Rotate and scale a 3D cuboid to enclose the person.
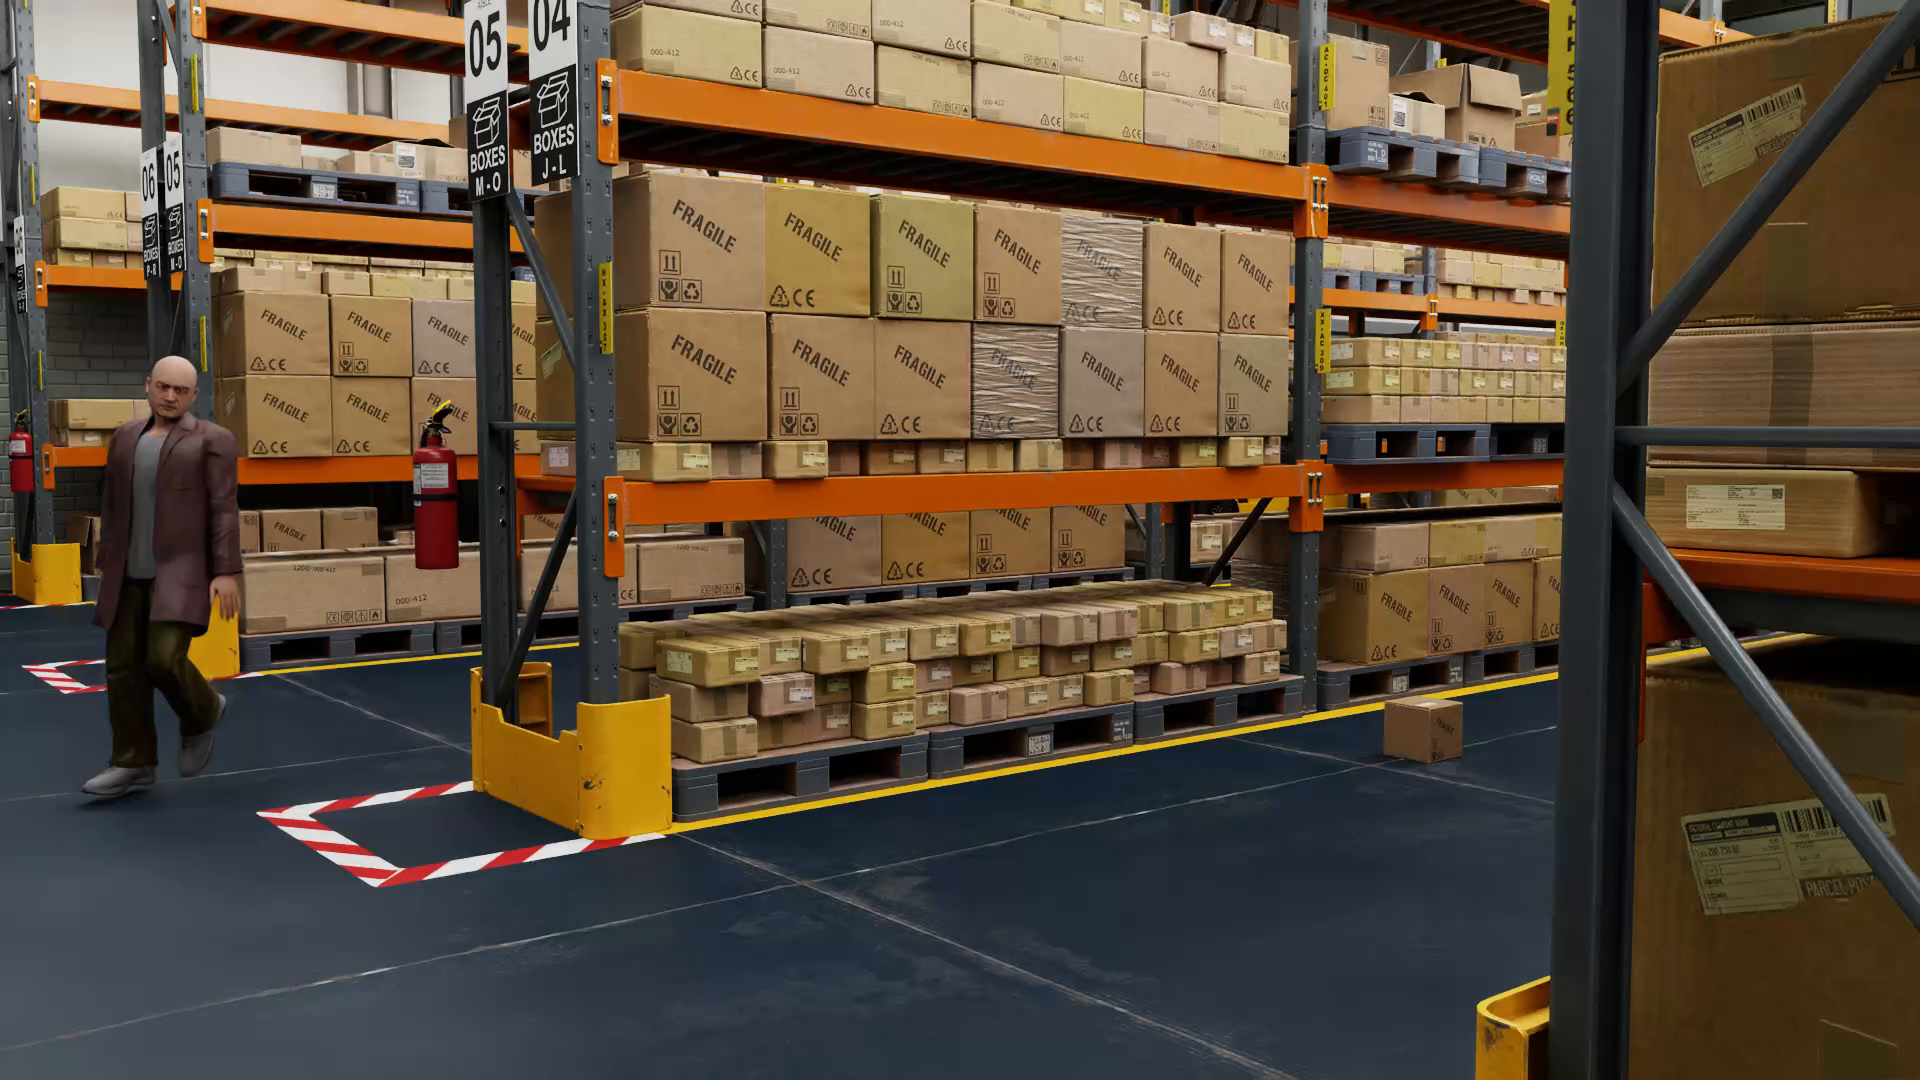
[{"bbox_3d":[-3.214,0.138,6.740,0.638,1.761,0.561,1,4,9],"label":"person"}]
